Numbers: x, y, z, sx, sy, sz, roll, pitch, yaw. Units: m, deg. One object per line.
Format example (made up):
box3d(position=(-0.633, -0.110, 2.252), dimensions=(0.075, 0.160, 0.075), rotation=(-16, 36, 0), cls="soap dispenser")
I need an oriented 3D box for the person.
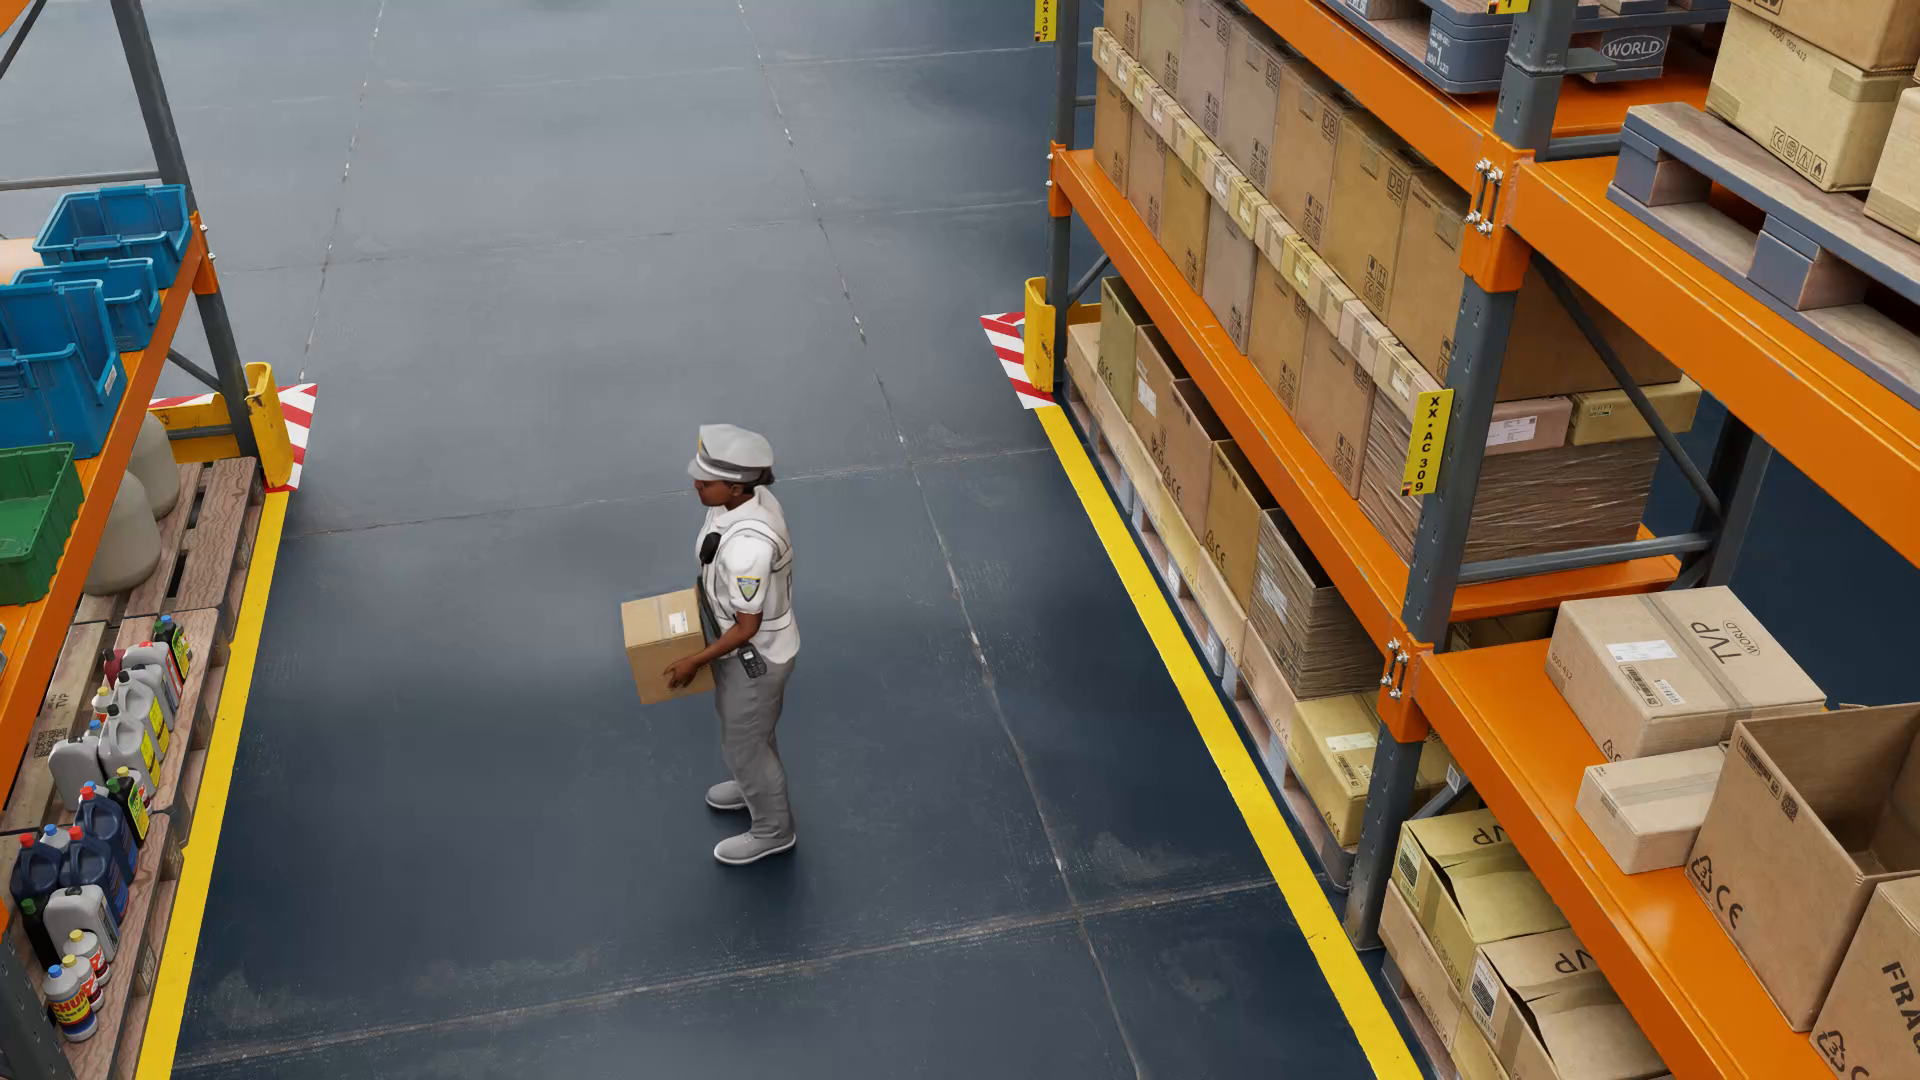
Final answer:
box3d(position=(-0.775, 0.362, 5.593), dimensions=(0.466, 1.689, 0.474), rotation=(-8, 35, -11), cls="person")
